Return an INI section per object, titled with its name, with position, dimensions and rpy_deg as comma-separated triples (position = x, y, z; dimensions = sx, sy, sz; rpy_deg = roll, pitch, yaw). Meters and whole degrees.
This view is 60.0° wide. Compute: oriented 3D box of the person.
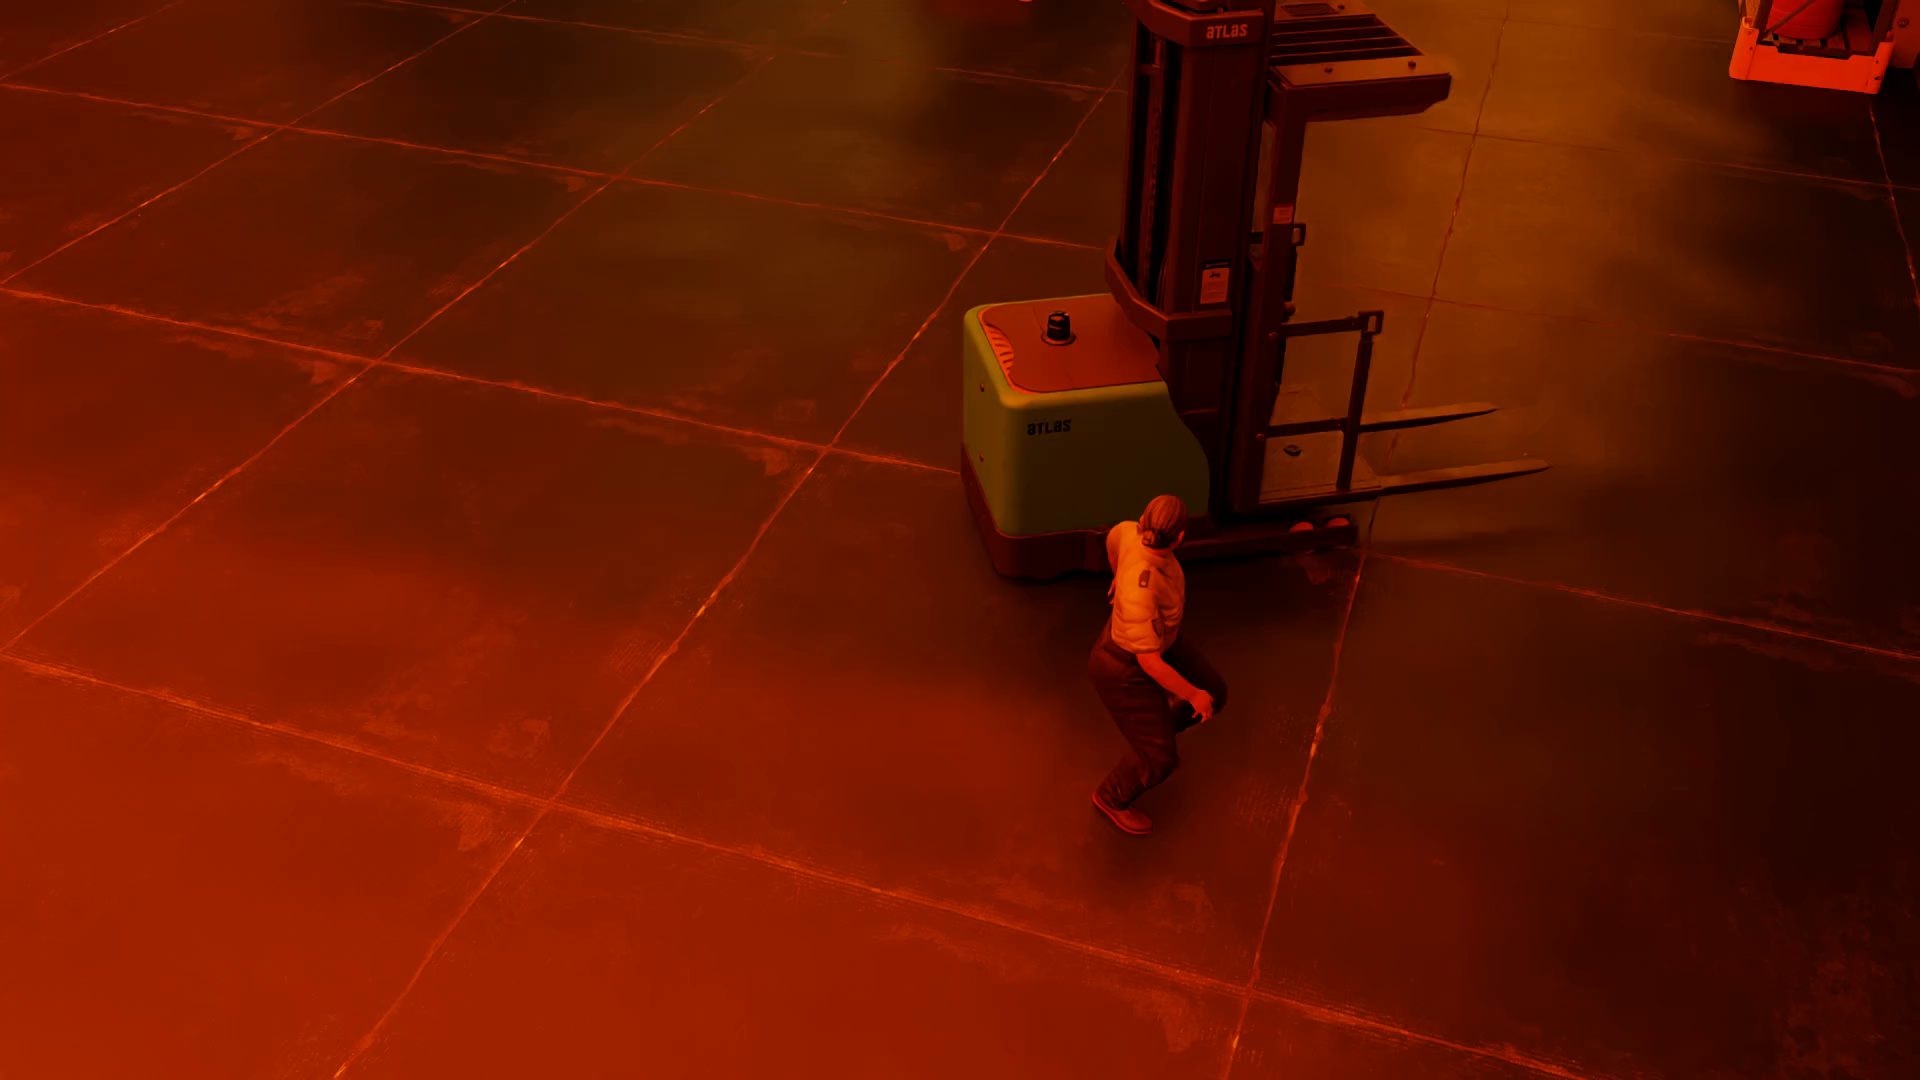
[person]
position = 0.773, 0.465, 6.653
dimensions = 0.619, 1.568, 0.706
rpy_deg = 14, 38, 19

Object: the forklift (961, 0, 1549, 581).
[forklift]
position = 1.574, -1.414, 8.105
dimensions = 3.031, 2.935, 1.130
rpy_deg = -7, 36, -9
